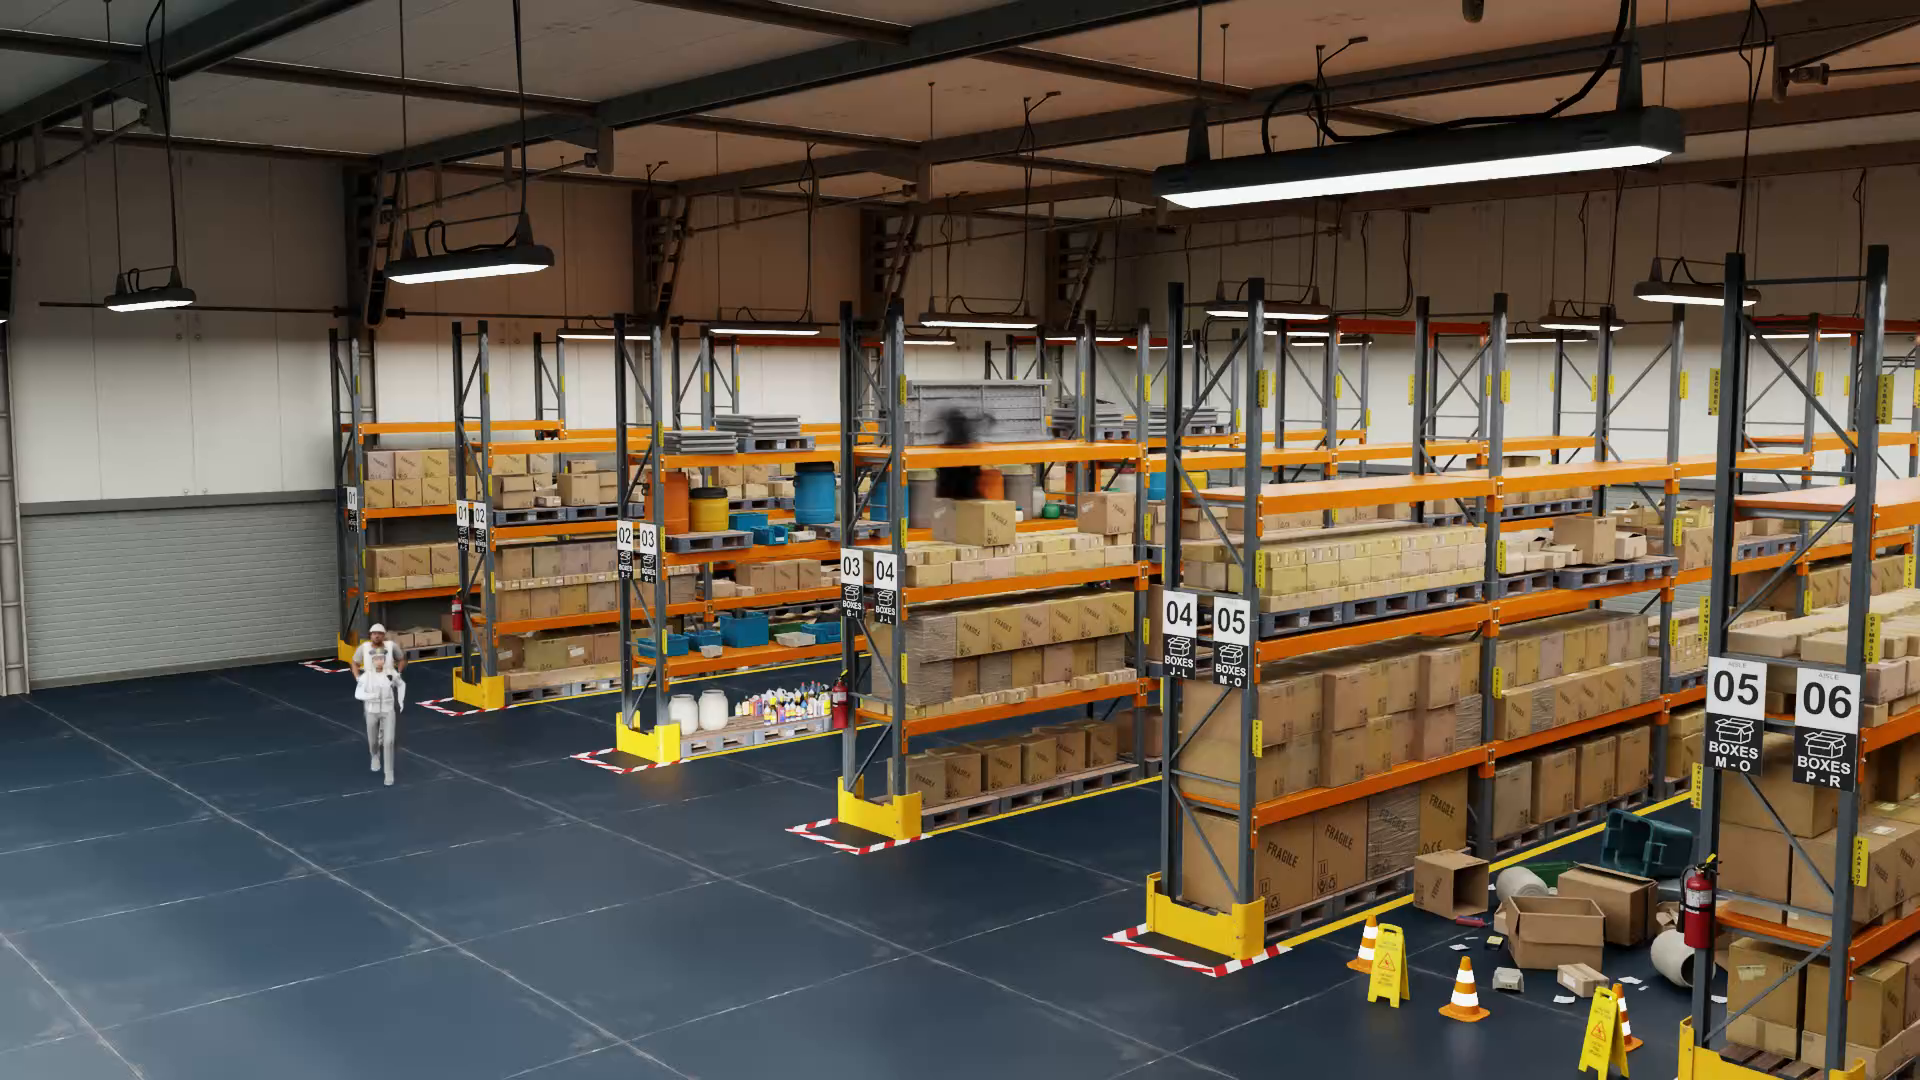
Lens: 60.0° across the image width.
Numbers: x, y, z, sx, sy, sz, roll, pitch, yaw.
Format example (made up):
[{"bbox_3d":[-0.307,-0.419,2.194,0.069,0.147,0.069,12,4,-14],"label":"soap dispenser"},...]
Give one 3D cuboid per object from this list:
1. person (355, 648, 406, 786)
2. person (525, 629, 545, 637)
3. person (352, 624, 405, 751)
[{"bbox_3d":[-7.393,2.208,21.243,0.614,1.690,0.922,-2,6,-19],"label":"person"},{"bbox_3d":[-7.347,1.464,29.198,0.581,1.721,0.794,5,7,41],"label":"person"},{"bbox_3d":[-8.089,2.021,23.152,0.705,1.748,0.733,-2,6,-17],"label":"person"}]
